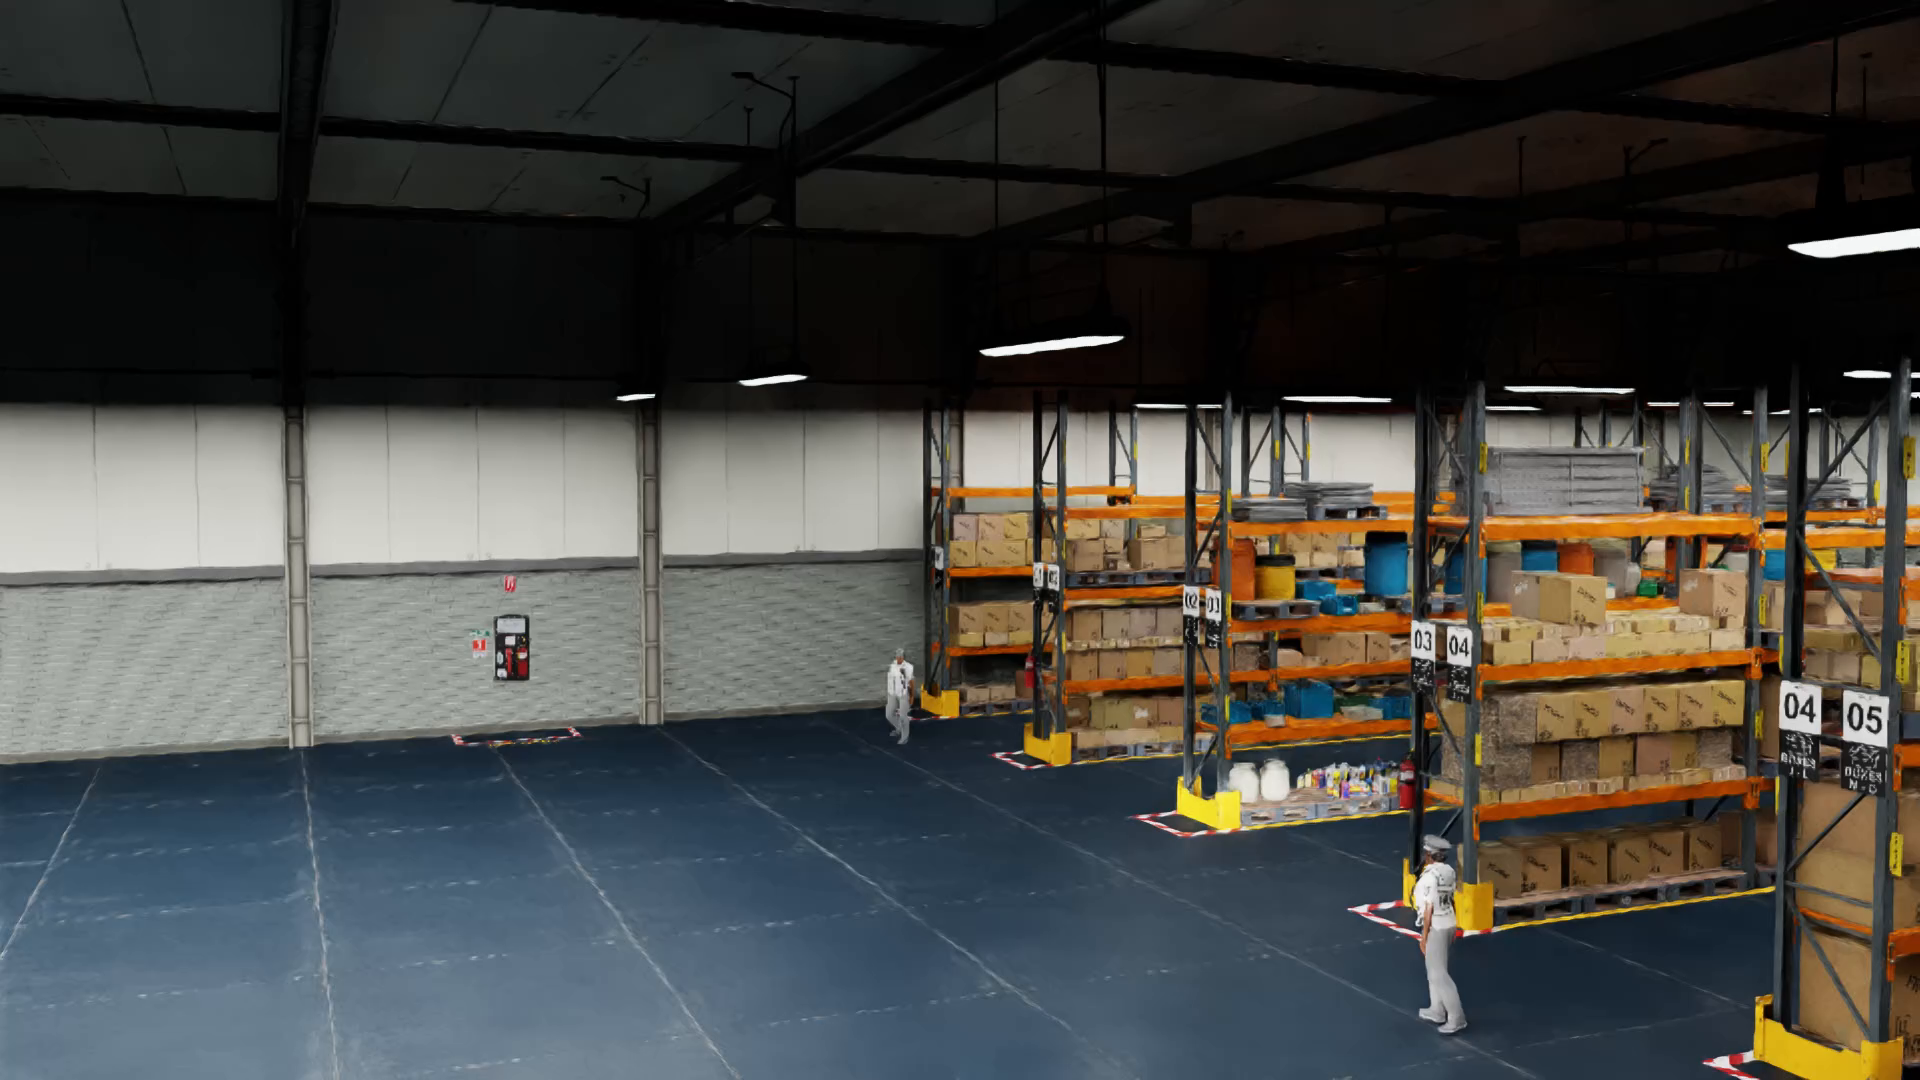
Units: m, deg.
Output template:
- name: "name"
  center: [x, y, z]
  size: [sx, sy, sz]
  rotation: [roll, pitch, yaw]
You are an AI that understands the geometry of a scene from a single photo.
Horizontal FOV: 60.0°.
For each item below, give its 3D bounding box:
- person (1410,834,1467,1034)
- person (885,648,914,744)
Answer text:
- name: "person"
  center: [4.273, 3.472, 14.733]
  size: [0.520, 1.664, 0.568]
  rotation: [3, 4, 41]
- name: "person"
  center: [-1.020, 2.659, 28.588]
  size: [0.560, 1.657, 0.572]
  rotation: [2, 4, 30]
